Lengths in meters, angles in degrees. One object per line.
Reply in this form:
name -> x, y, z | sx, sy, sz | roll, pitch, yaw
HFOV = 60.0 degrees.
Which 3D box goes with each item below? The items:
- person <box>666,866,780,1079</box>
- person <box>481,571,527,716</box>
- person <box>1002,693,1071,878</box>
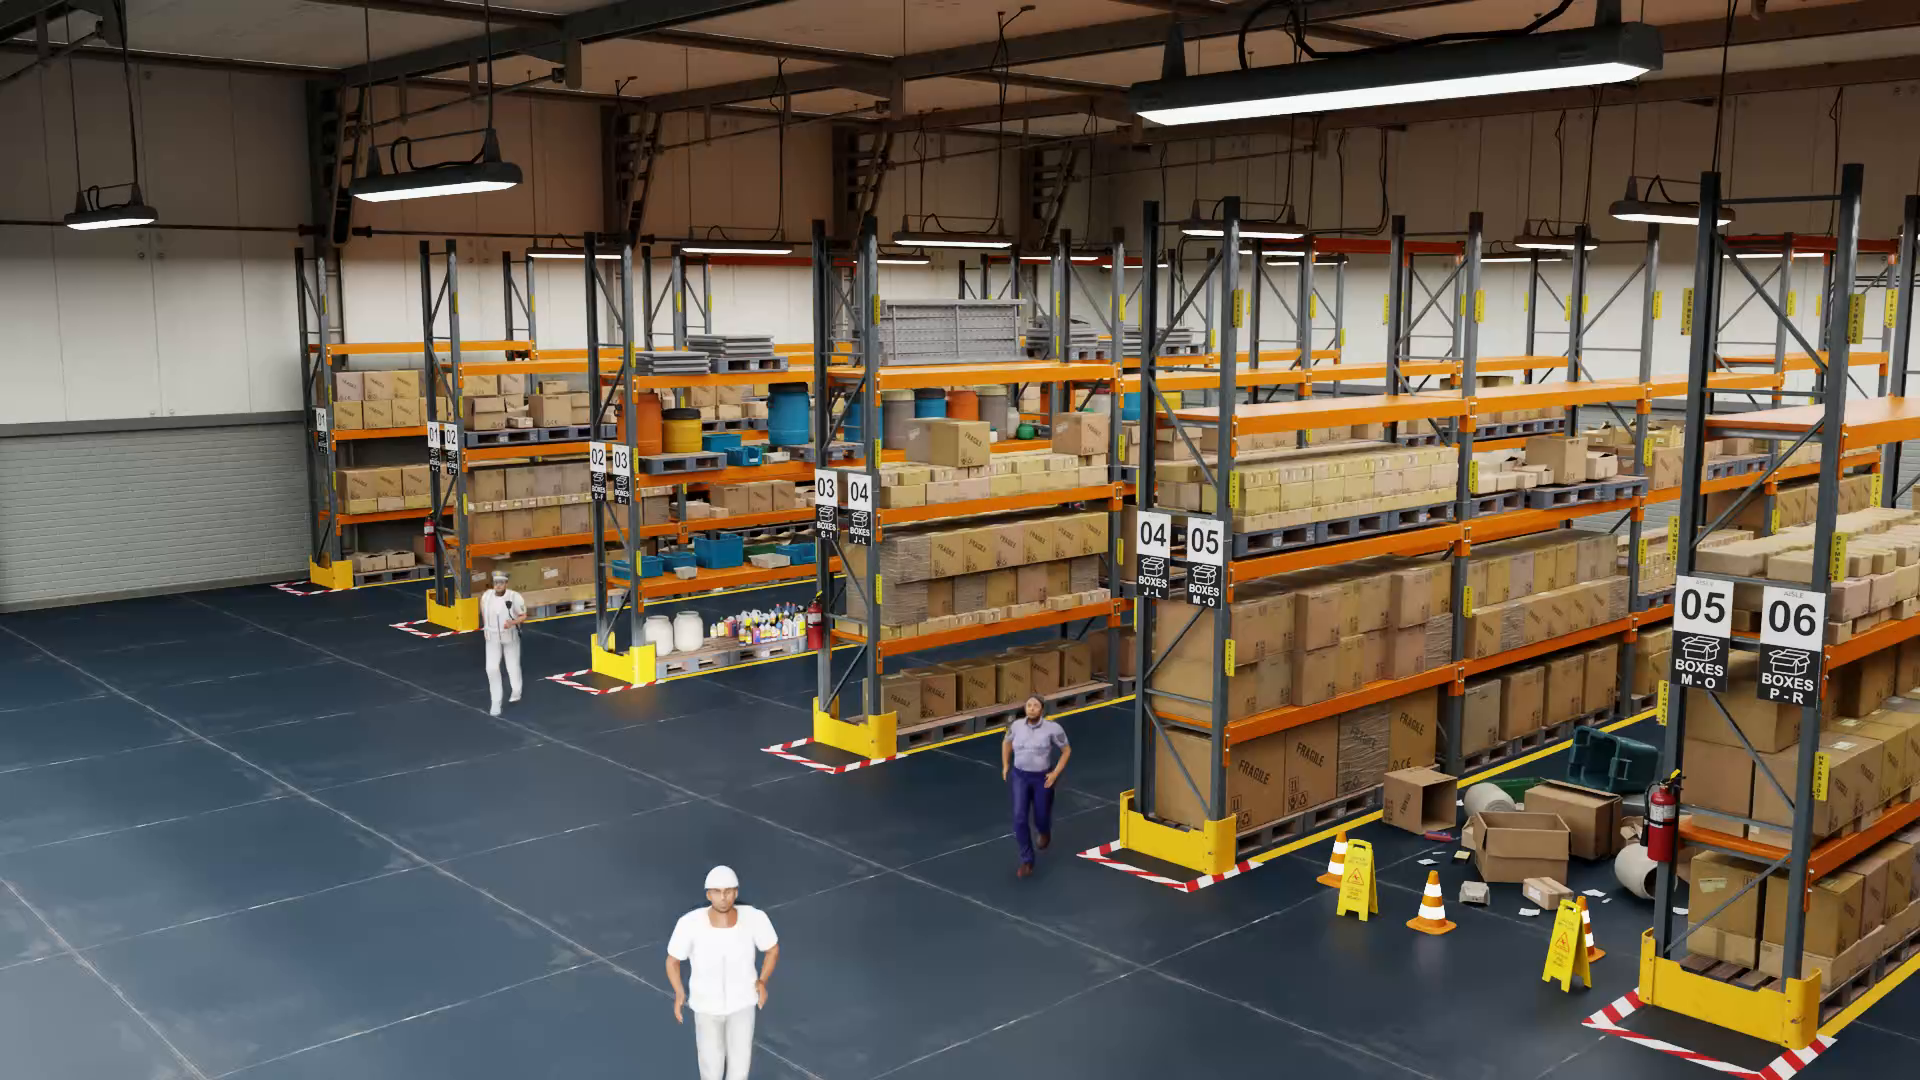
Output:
person -> -1.448, 2.833, 10.248 | 0.701, 1.726, 0.661 | -2, 9, -11
person -> -5.713, 1.261, 20.862 | 0.584, 1.831, 0.898 | -1, 8, -7
person -> 0.683, 2.192, 15.097 | 0.651, 1.641, 0.695 | 2, 9, 13
